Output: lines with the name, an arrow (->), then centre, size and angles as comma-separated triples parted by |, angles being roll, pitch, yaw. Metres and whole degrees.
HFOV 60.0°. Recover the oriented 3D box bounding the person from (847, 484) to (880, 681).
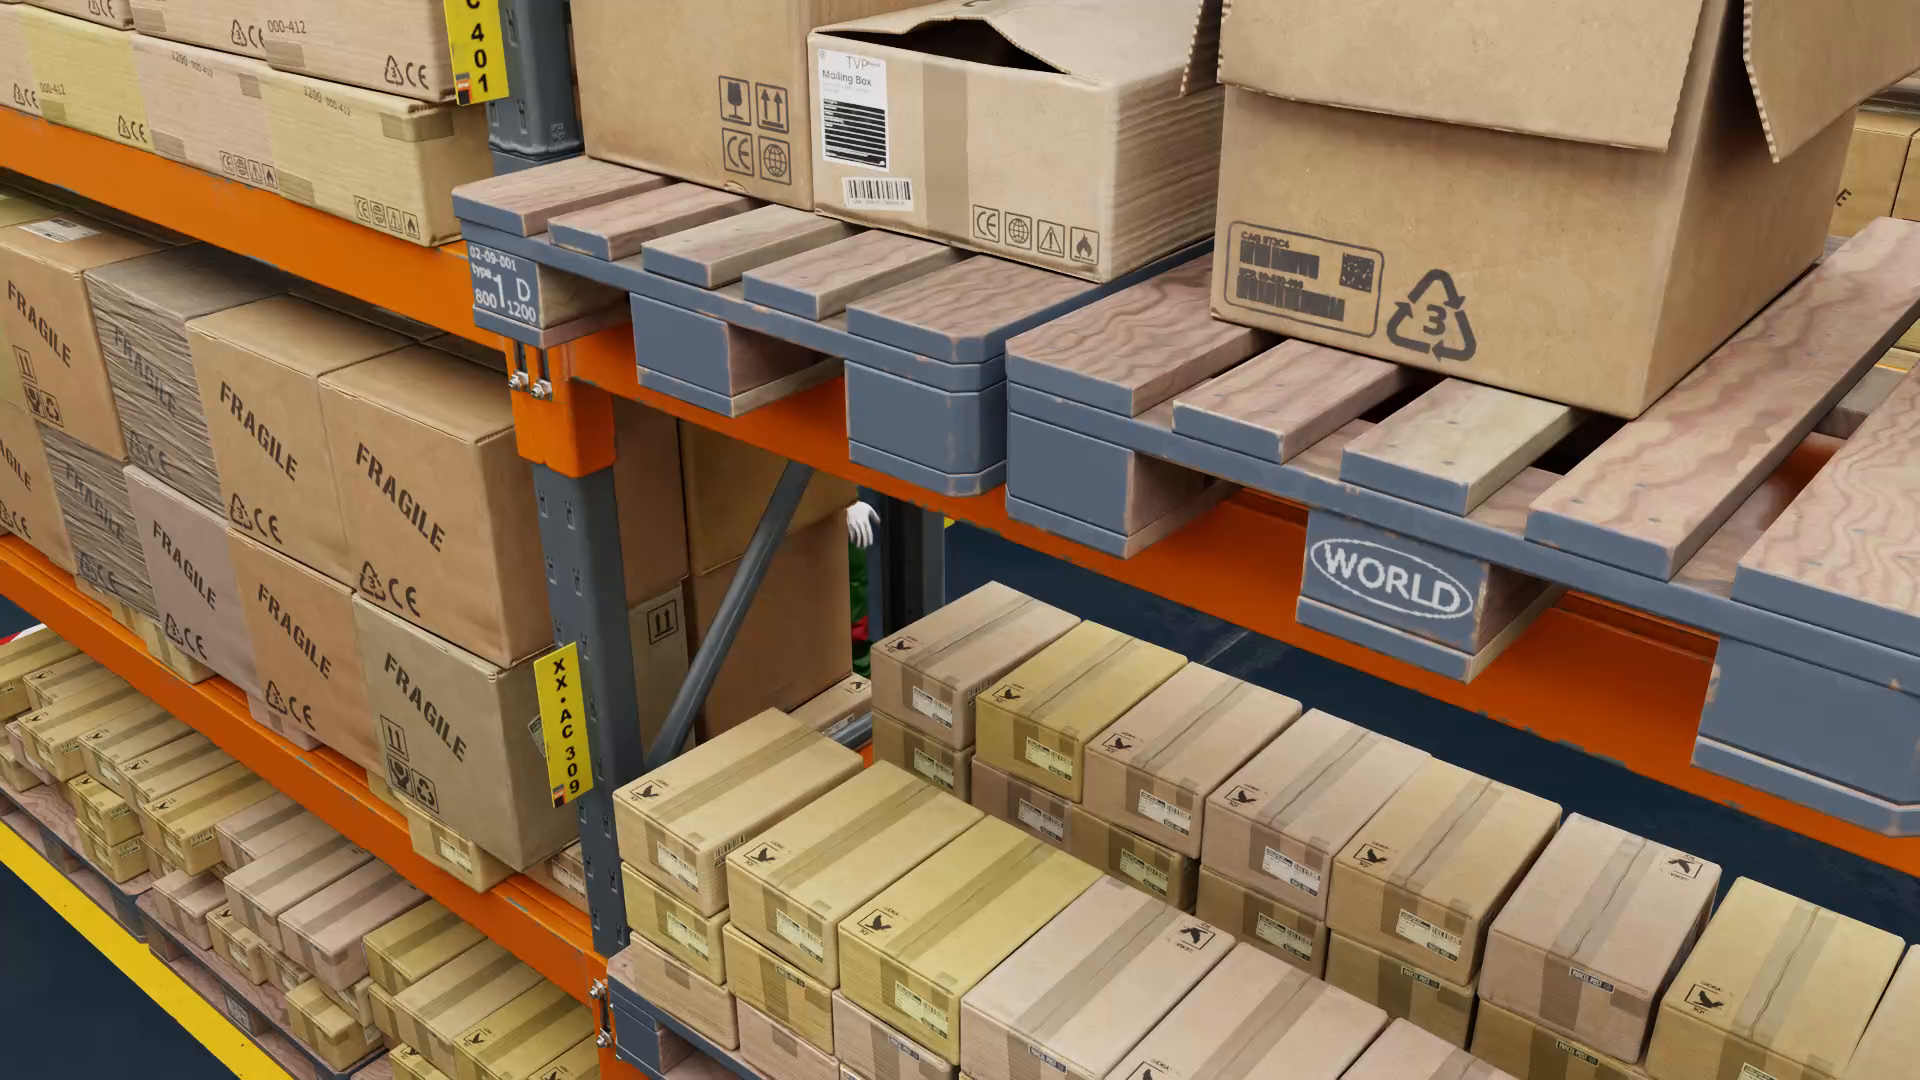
person -> -0.481, -0.216, 6.463 | 0.587, 1.786, 0.646 | -13, 30, -24
